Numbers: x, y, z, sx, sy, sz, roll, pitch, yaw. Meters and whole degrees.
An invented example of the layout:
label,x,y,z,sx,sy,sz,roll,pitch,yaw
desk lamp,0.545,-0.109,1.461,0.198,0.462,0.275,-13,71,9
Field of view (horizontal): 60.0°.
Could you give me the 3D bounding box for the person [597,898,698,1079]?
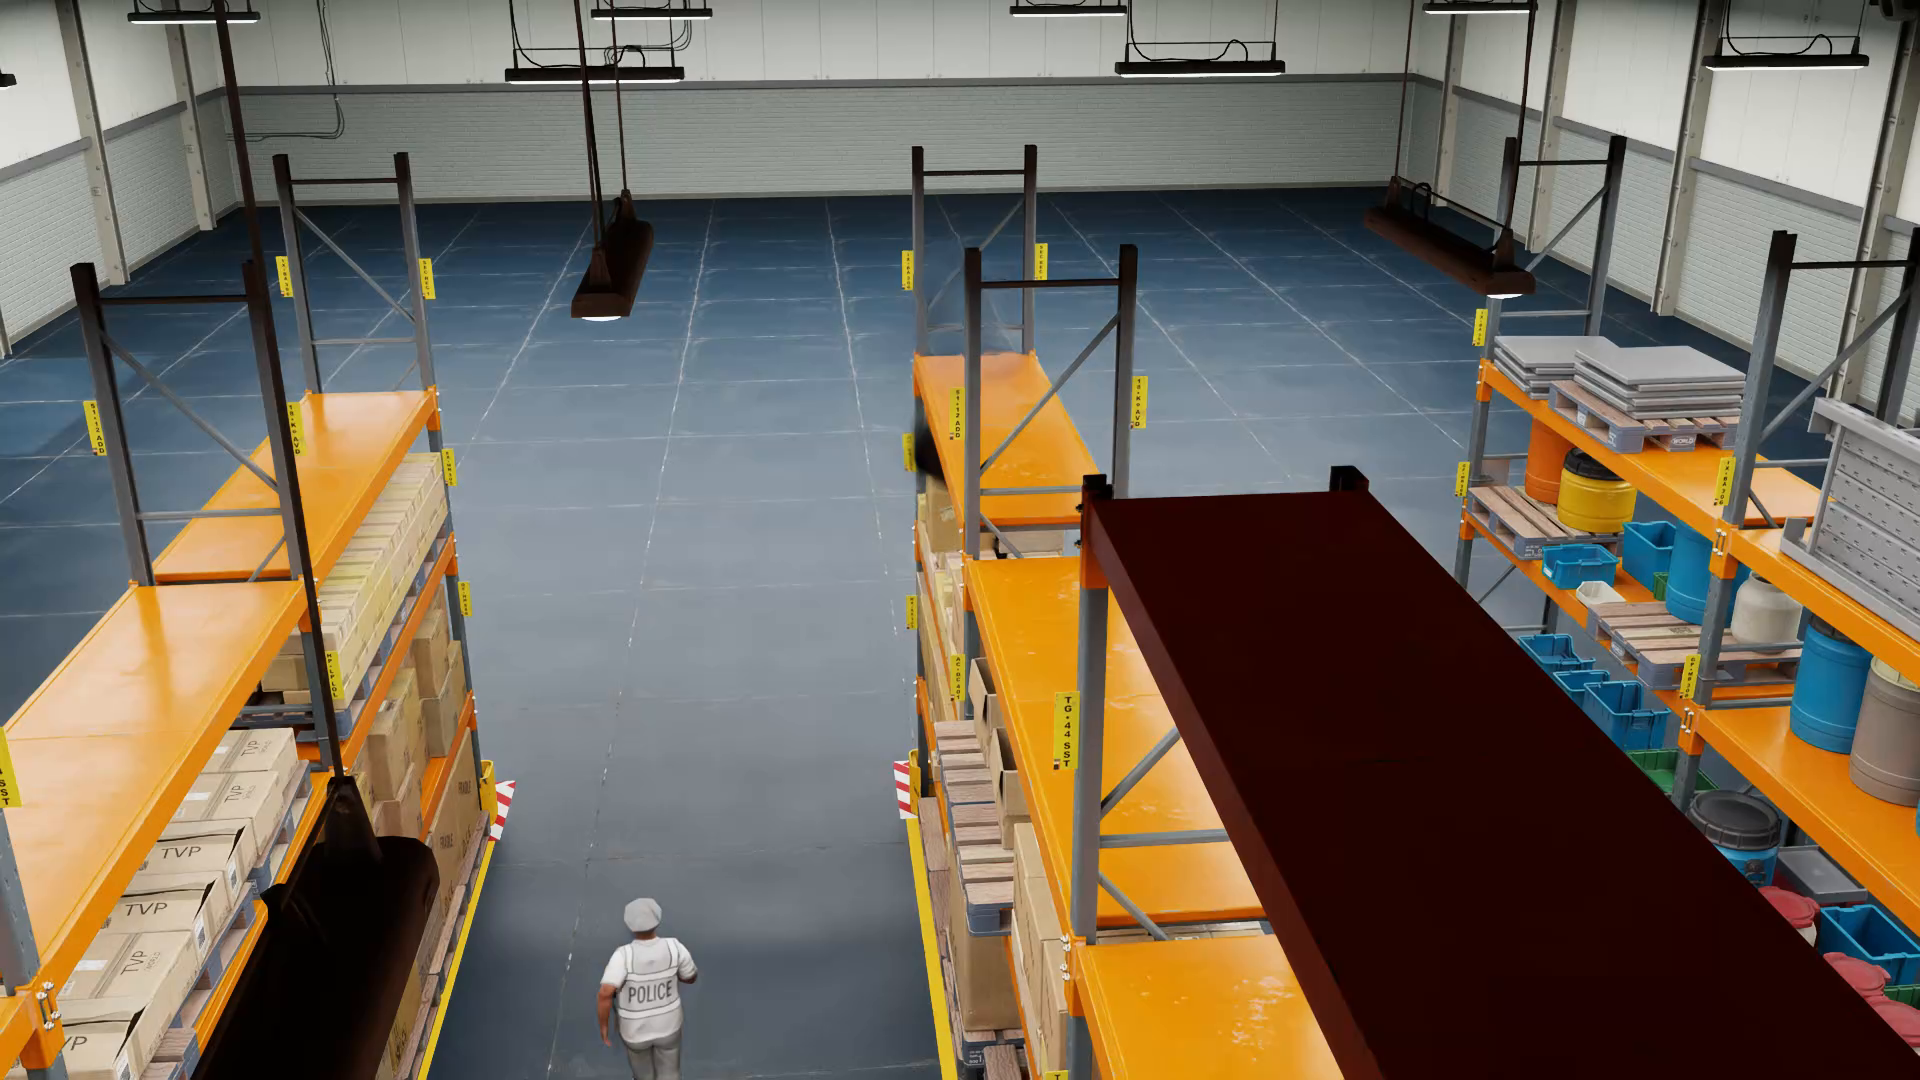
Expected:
label,x,y,z,sx,sy,sz,roll,pitch,yaw
person,-2.051,3.262,11.044,0.687,1.831,0.876,-6,23,-16
